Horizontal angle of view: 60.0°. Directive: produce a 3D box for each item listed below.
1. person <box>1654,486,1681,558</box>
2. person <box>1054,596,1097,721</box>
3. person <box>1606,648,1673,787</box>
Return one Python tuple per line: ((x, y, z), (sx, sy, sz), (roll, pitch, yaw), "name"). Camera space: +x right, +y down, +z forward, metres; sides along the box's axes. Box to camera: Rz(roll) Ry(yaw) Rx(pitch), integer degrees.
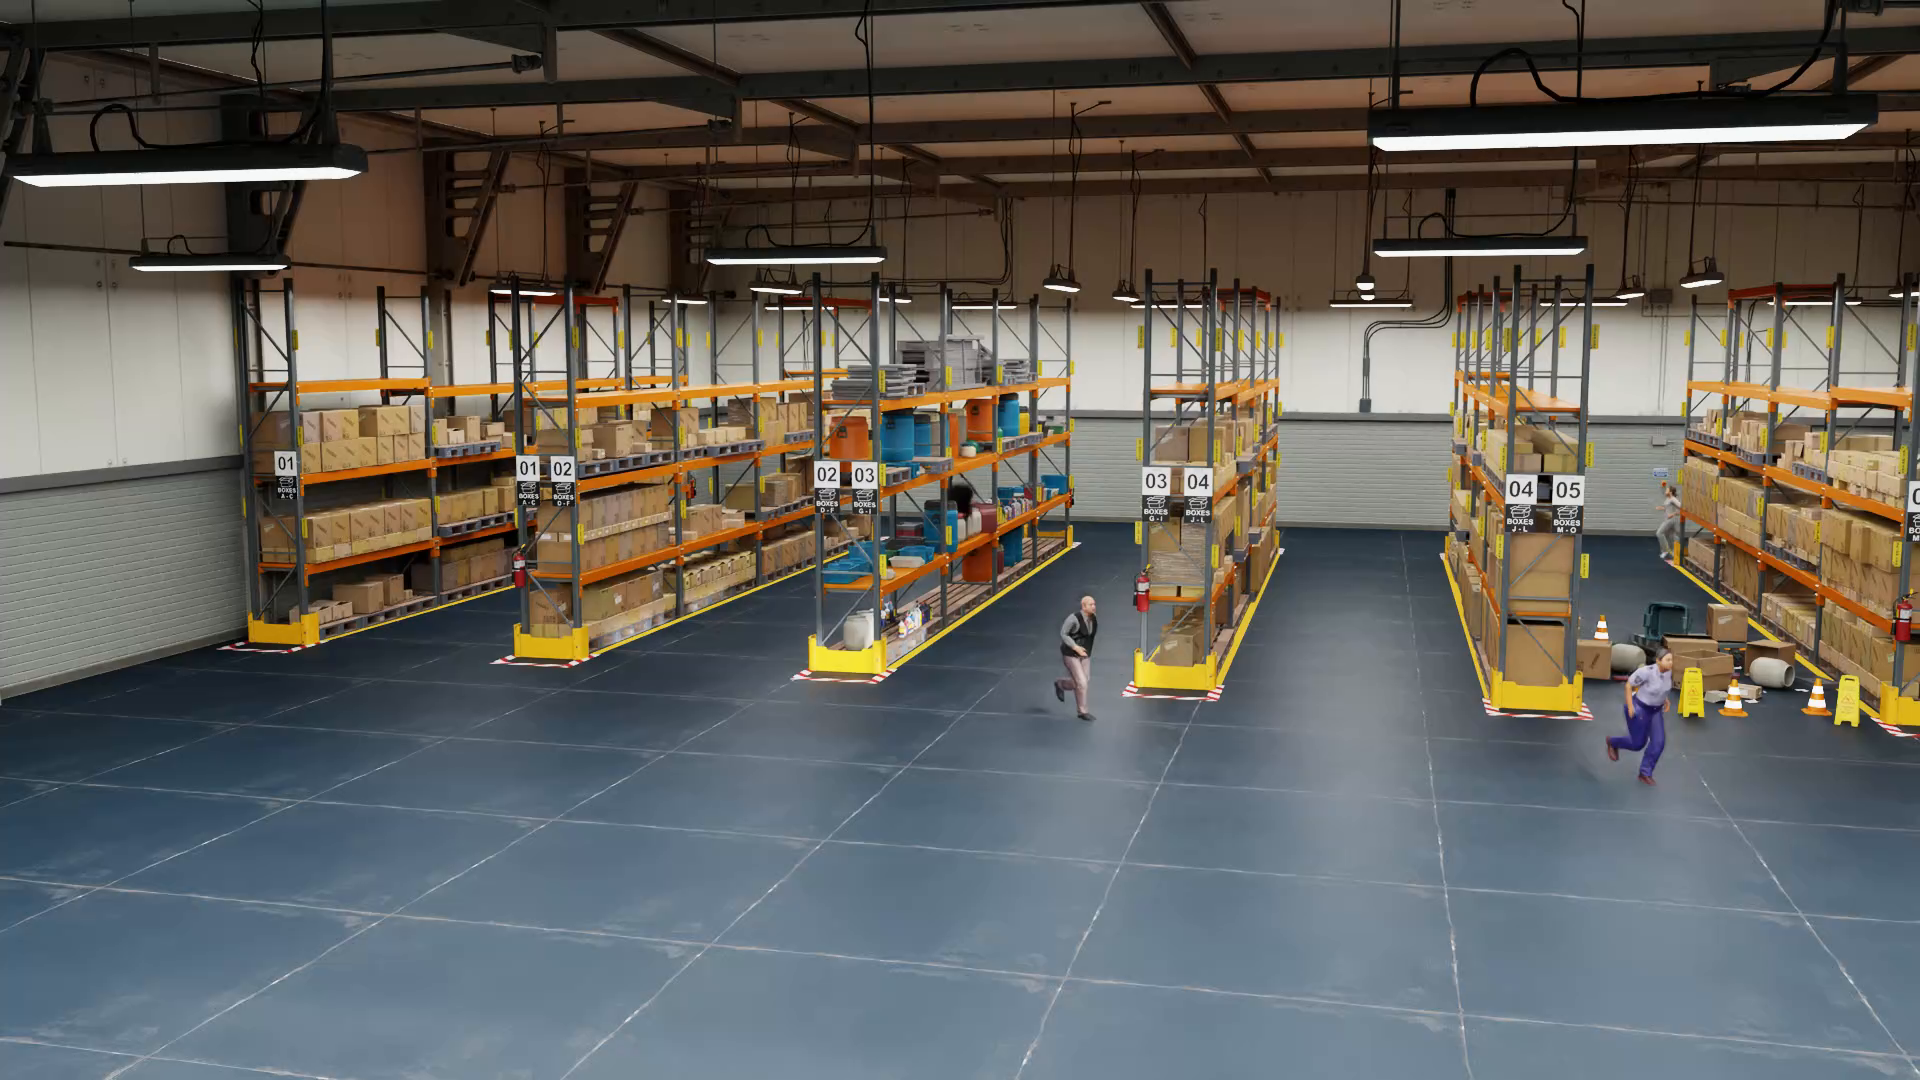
((16.378, -0.405, 38.350), (0.706, 1.704, 0.568), (2, 7, 17), "person")
((1.504, 1.545, 22.131), (0.636, 1.671, 0.809), (-5, 9, -36), "person")
((7.780, 1.979, 19.010), (0.606, 1.602, 0.827), (-4, 8, -28), "person")
